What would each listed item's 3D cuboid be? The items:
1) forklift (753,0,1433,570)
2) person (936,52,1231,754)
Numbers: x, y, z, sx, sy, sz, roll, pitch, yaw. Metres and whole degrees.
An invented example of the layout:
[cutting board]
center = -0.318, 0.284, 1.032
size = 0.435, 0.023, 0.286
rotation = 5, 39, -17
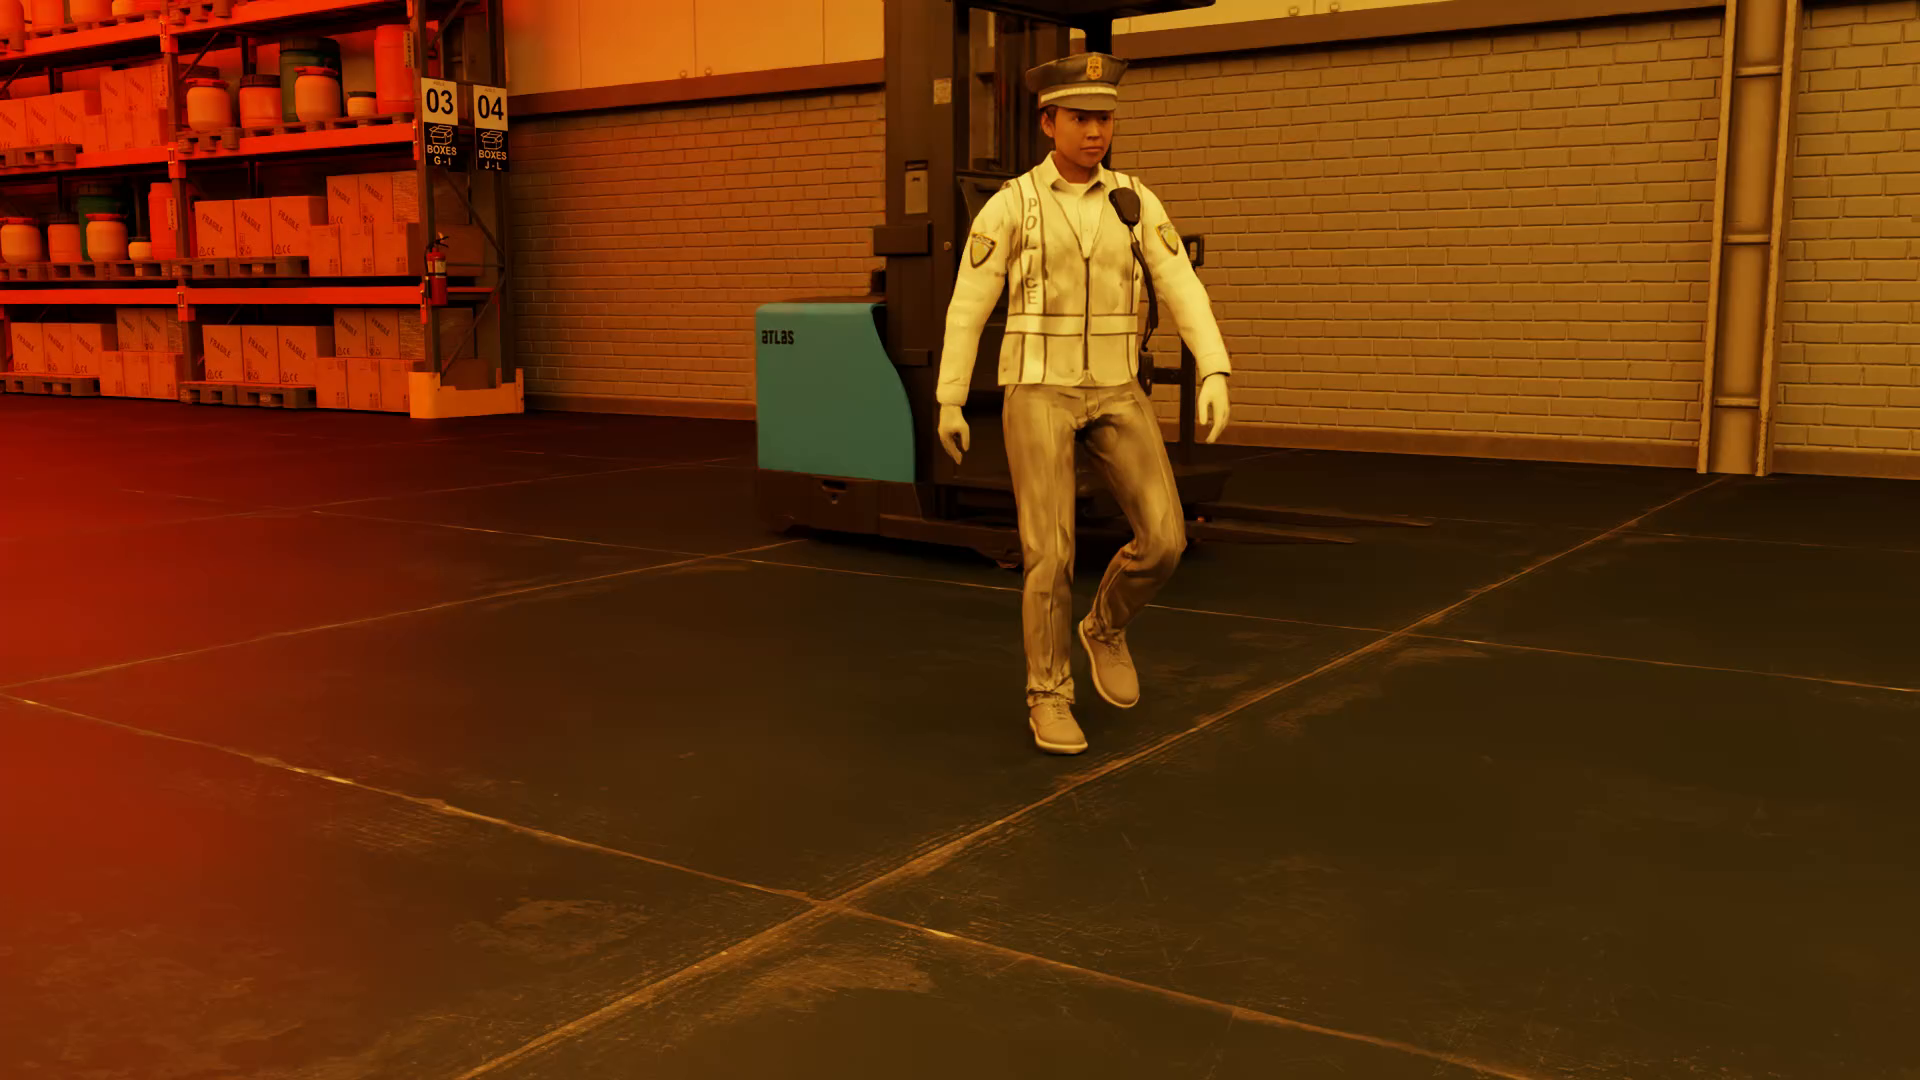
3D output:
[forklift]
center = 0.478, -1.396, 7.007
size = 3.031, 2.935, 1.130
rotation = 7, 11, 40
[person]
center = 0.289, -0.329, 4.084
size = 0.673, 1.650, 0.459
rotation = -2, 8, -13
